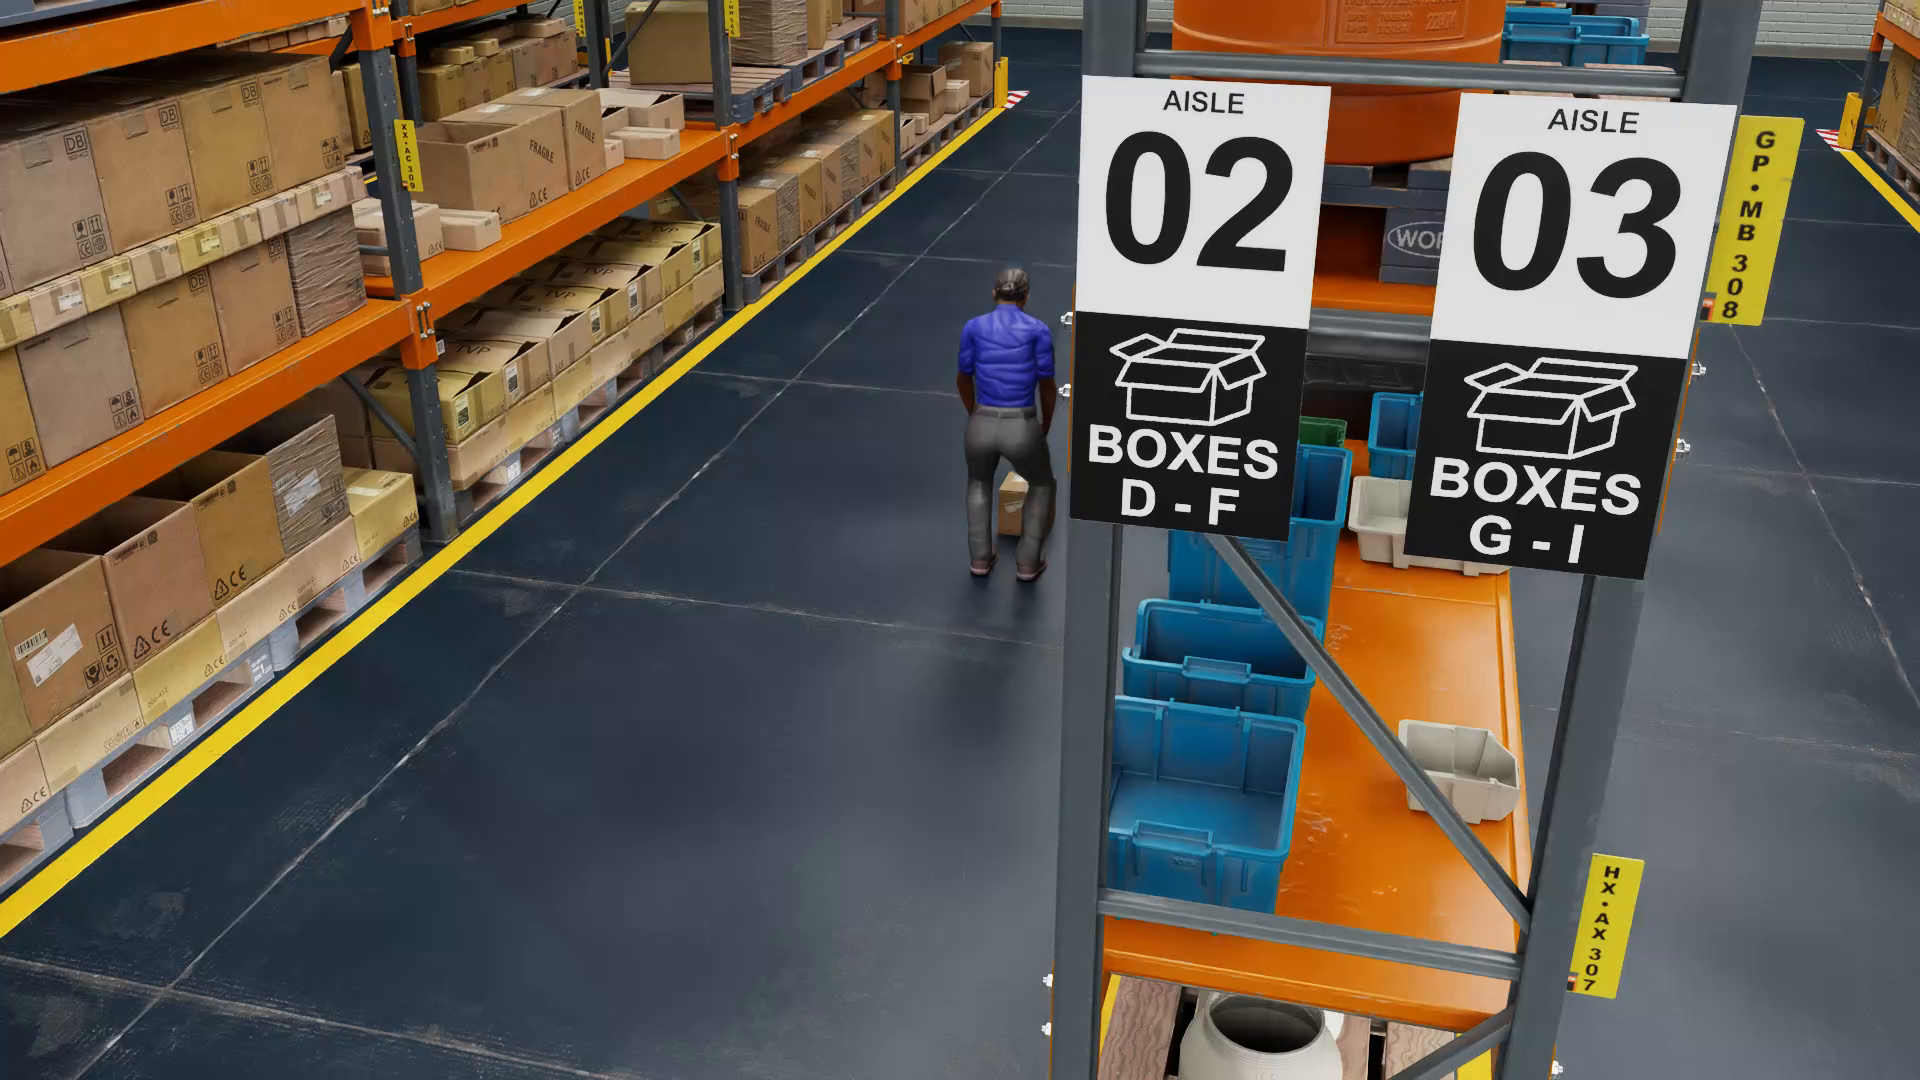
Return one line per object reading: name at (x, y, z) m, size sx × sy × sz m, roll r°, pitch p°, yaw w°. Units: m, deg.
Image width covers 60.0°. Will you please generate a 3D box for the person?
person at (0.205, -0.534, 7.978) m, size 0.490 × 1.464 × 0.556 m, roll 7°, pitch 26°, yaw 14°
